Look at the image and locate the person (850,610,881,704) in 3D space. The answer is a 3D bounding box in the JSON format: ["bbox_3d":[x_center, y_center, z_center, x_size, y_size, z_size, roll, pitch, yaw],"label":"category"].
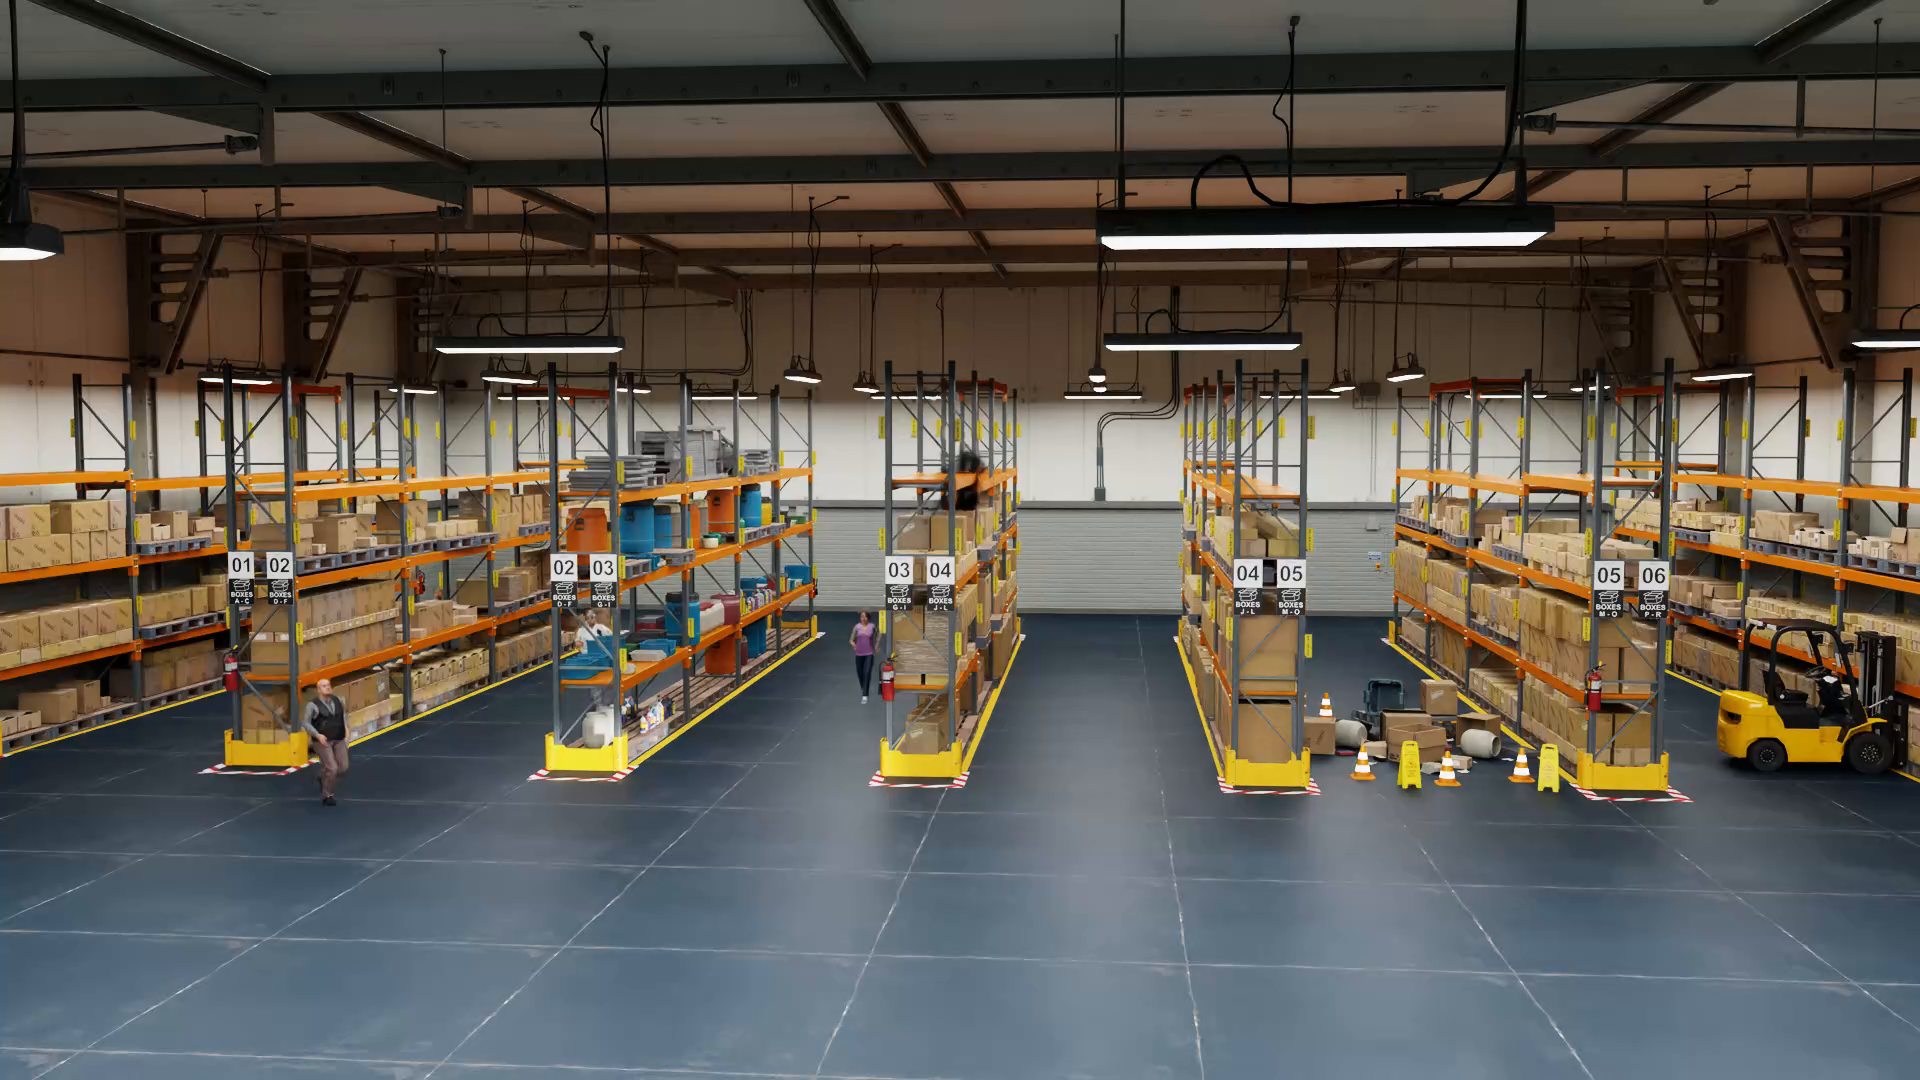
[{"bbox_3d":[-1.655,2.020,29.035,0.546,1.591,0.739,0,4,2],"label":"person"}]

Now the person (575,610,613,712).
[{"bbox_3d":[-6.601,2.170,29.879,0.640,1.847,0.777,0,4,7],"label":"person"}]

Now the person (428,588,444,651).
[{"bbox_3d":[-11.068,1.866,35.370,0.588,1.713,0.774,0,4,-3],"label":"person"}]

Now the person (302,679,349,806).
[{"bbox_3d":[-8.488,2.702,22.316,0.538,1.687,0.663,3,5,37],"label":"person"}]
